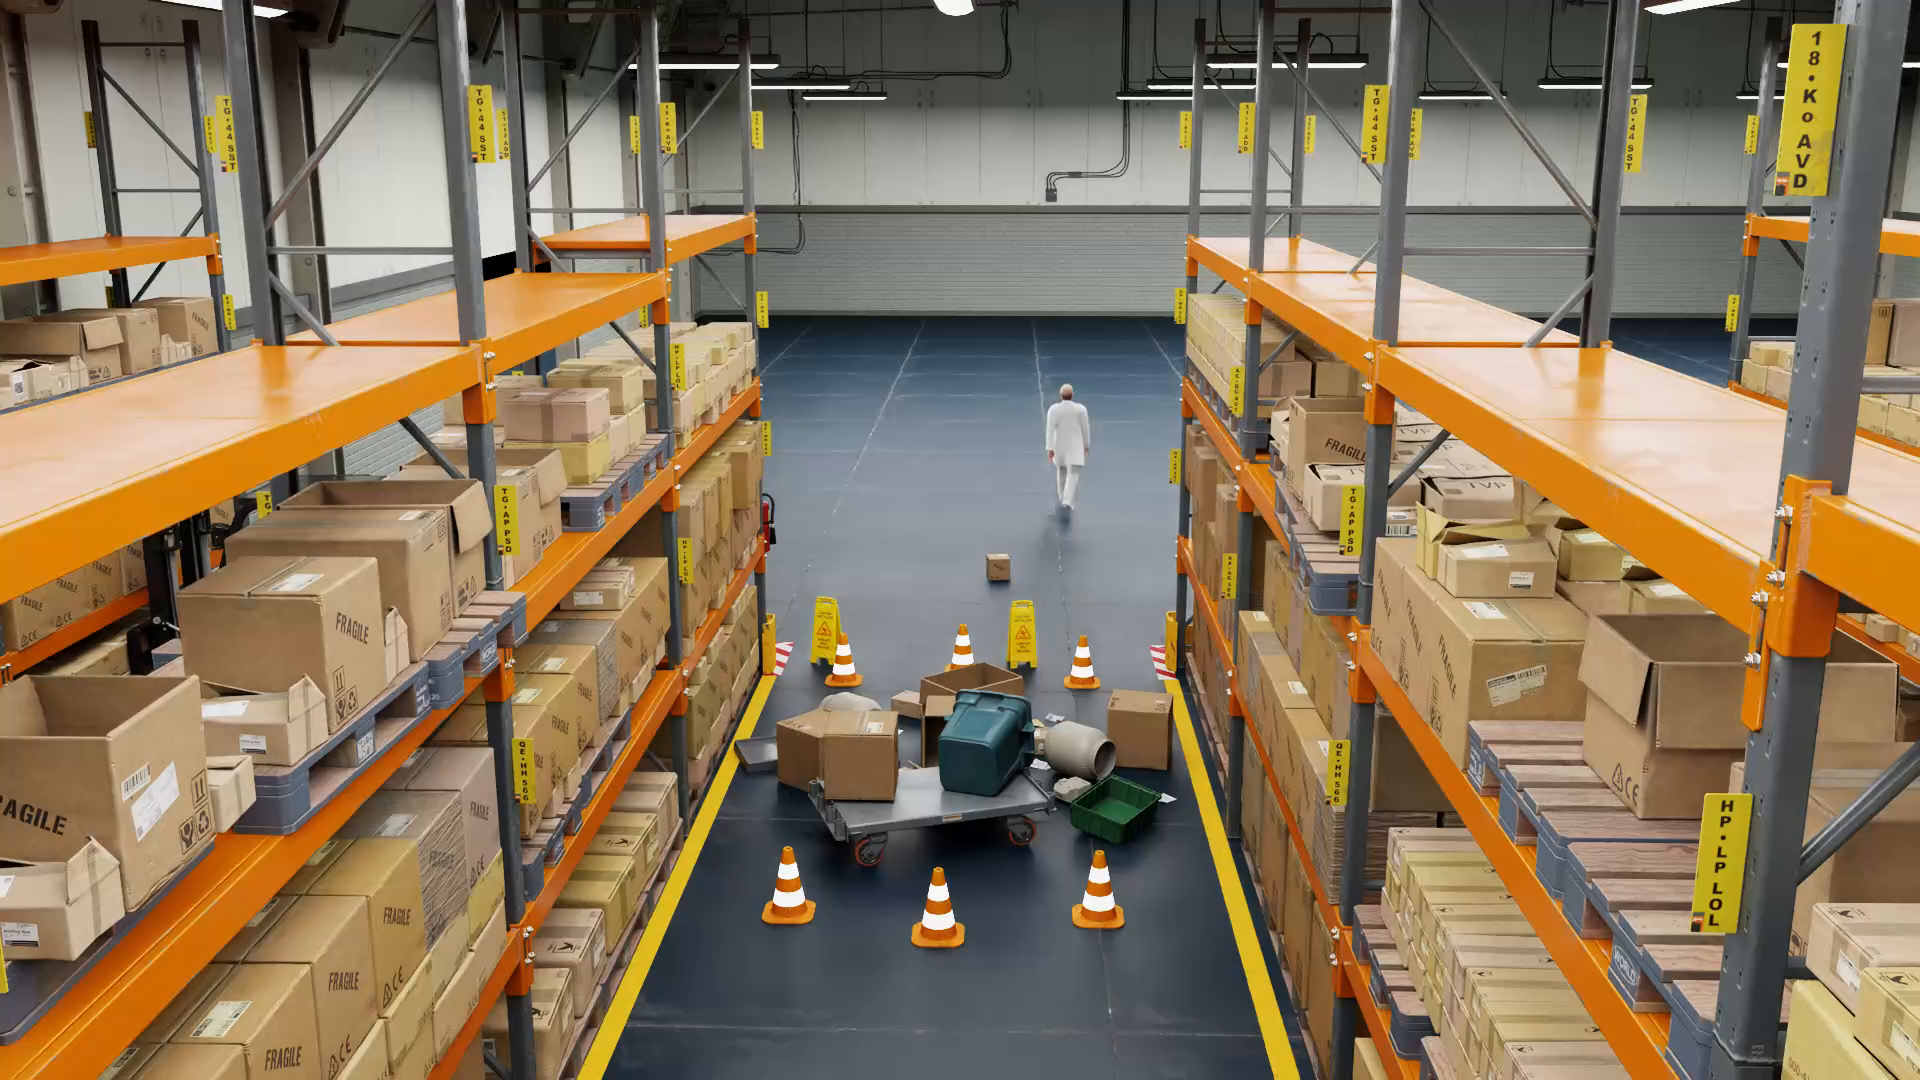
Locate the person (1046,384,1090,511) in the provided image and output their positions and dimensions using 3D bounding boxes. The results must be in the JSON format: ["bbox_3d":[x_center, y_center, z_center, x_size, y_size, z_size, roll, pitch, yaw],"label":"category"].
[{"bbox_3d":[1.464,-1.250,22.517,0.579,1.737,1.054,3,14,11],"label":"person"}]
